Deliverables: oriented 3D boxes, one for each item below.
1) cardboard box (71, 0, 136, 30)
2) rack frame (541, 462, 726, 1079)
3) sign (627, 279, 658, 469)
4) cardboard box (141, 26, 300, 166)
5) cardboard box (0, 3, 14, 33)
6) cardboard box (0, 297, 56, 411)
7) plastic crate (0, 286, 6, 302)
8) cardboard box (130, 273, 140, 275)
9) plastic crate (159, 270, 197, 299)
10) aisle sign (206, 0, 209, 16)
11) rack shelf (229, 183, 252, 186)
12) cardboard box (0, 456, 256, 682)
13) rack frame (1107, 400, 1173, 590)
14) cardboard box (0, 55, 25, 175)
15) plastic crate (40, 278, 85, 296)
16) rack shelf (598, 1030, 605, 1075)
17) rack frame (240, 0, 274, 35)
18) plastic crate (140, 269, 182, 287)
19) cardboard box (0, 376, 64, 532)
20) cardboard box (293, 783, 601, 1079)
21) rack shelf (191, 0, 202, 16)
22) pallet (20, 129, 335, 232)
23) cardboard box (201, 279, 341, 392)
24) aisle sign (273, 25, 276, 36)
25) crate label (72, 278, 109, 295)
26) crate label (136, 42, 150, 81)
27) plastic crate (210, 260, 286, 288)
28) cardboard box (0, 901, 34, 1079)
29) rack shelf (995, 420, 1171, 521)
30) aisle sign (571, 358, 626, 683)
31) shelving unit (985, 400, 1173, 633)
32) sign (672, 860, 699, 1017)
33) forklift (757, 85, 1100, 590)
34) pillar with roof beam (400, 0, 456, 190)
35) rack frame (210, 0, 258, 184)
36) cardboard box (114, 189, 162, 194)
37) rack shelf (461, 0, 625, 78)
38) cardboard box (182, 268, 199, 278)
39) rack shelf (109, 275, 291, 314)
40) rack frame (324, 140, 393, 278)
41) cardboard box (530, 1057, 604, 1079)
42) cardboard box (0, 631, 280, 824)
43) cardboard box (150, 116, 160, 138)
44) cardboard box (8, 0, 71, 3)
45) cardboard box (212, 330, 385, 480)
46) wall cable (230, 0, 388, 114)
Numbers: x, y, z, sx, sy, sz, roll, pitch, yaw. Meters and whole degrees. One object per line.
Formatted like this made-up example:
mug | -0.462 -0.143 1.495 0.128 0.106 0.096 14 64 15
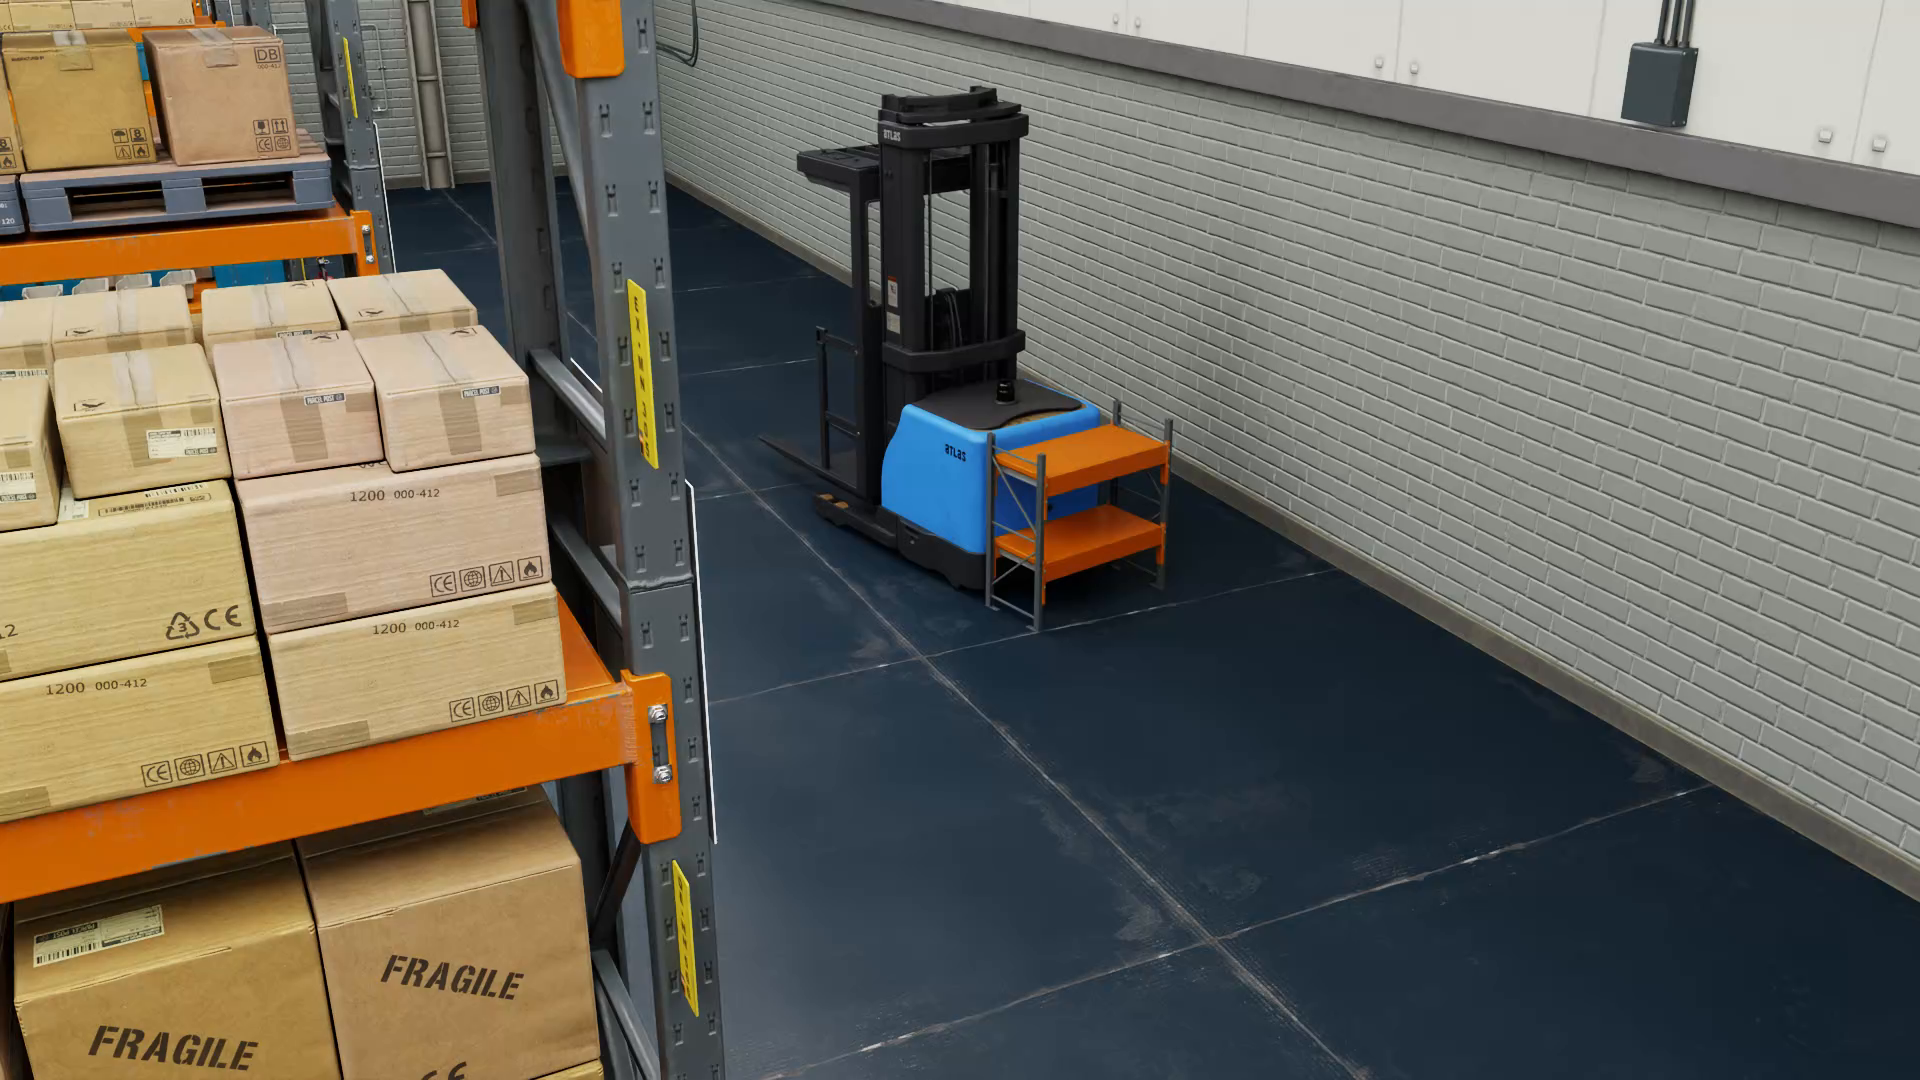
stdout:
cardboard box | -7.944 -4.895 15.428 0.500 0.250 0.500 -10 25 -24
rack frame | -0.787 1.307 4.171 0.127 3.000 1.000 -10 25 -24
sign | -0.564 -0.294 2.958 0.005 0.325 0.100 -10 25 -24
cardboard box | -3.292 -1.987 7.396 0.500 0.500 0.700 -12 25 -27
cardboard box | -8.846 -4.730 15.030 0.500 0.250 0.500 -10 25 -24
cardboard box | -1.910 -0.354 3.282 0.250 0.149 0.380 -10 25 -23
plastic crate | -6.734 -1.647 11.449 0.300 0.233 0.416 -10 25 -24
cardboard box | -8.203 -2.691 16.850 0.500 0.250 0.500 -10 25 -24
plastic crate | -5.651 -1.834 12.026 0.243 0.136 0.396 -10 25 -24
aisle sign | -9.097 -6.650 19.994 0.004 0.787 0.394 -10 25 -24
rack shelf | -8.942 -3.170 15.926 4.000 0.370 1.077 -10 25 -24
cardboard box | -1.552 0.009 2.928 0.500 0.250 0.500 -11 25 -25
rack frame | 1.125 -0.282 10.458 0.032 1.125 0.500 -17 28 -35
cardboard box | -4.296 -1.833 7.023 0.500 0.500 0.700 -12 25 -27
plastic crate | -6.547 -1.931 12.133 0.300 0.233 0.416 -10 25 -24
rack shelf | -2.589 1.971 3.507 4.000 0.370 1.077 -10 25 -24
rack frame | -4.995 -4.898 11.317 0.127 3.000 1.000 -10 25 -24
plastic crate | -5.953 -2.040 12.396 0.300 0.233 0.416 -10 25 -24
cardboard box | -1.646 -0.137 2.759 0.250 0.149 0.380 -10 25 -23
cardboard box | -1.091 0.823 3.513 0.500 0.500 0.500 -11 25 -25
rack shelf | -11.094 -6.262 19.475 4.000 0.370 1.077 -10 25 -24
pallet | -3.511 -1.638 7.478 1.213 0.211 1.003 -10 25 -24
cardboard box | -1.415 -0.414 3.427 0.250 0.149 0.380 -9 24 -21
aisle sign | -4.803 -3.238 11.752 0.004 0.787 0.394 -10 25 -24
crate label | -6.159 -1.737 11.790 0.243 0.136 0.396 -10 25 -24
crate label | -5.966 -3.402 11.818 0.502 0.251 0.408 -10 25 -24
plastic crate | -5.216 -2.050 12.157 0.499 0.435 0.616 -10 25 -24
cardboard box | -2.012 0.996 3.094 0.500 0.500 0.500 -9 24 -21
rack shelf | 0.725 -0.432 10.056 1.000 0.278 0.538 -17 28 -35
aisle sign | -0.851 -0.010 3.953 0.004 0.787 0.394 -10 25 -24
shelving unit | 0.725 -0.162 10.168 1.048 1.125 0.538 -17 28 -35
sign | -0.564 0.820 3.419 0.005 0.325 0.100 -10 25 -24
forklift | -0.372 -1.549 11.160 1.130 2.935 3.031 -16 27 -33
pillar with roof beam | -5.367 -7.575 17.783 0.400 9.000 9.100 -10 25 -24
rack frame | -7.140 -3.834 16.590 0.127 3.000 1.000 -10 25 -24
cardboard box | -7.891 -3.625 15.954 0.500 0.500 0.500 -10 25 -23
rack shelf | -2.589 -0.799 2.360 4.000 0.370 1.077 -10 25 -24
cardboard box | -7.523 -2.707 16.561 0.500 0.500 0.500 -10 25 -24
rack shelf | -6.797 -1.462 11.801 4.000 0.370 1.077 -10 25 -24
rack frame | -2.847 -0.419 8.341 0.127 3.000 1.000 -10 25 -24
cardboard box | -1.080 1.286 3.701 0.500 0.500 0.500 -10 24 -23
cardboard box | -1.538 0.244 3.013 0.500 0.250 0.500 -10 25 -24
cardboard box | -7.876 -4.089 15.769 0.500 0.500 0.500 -10 24 -22
cardboard box | -8.395 -5.044 15.133 0.500 0.250 0.500 -10 25 -24
cardboard box | -1.214 -0.254 3.041 0.250 0.149 0.380 -10 25 -23
wall cable | -8.548 -6.548 21.819 1.851 1.984 0.084 -10 25 -24
